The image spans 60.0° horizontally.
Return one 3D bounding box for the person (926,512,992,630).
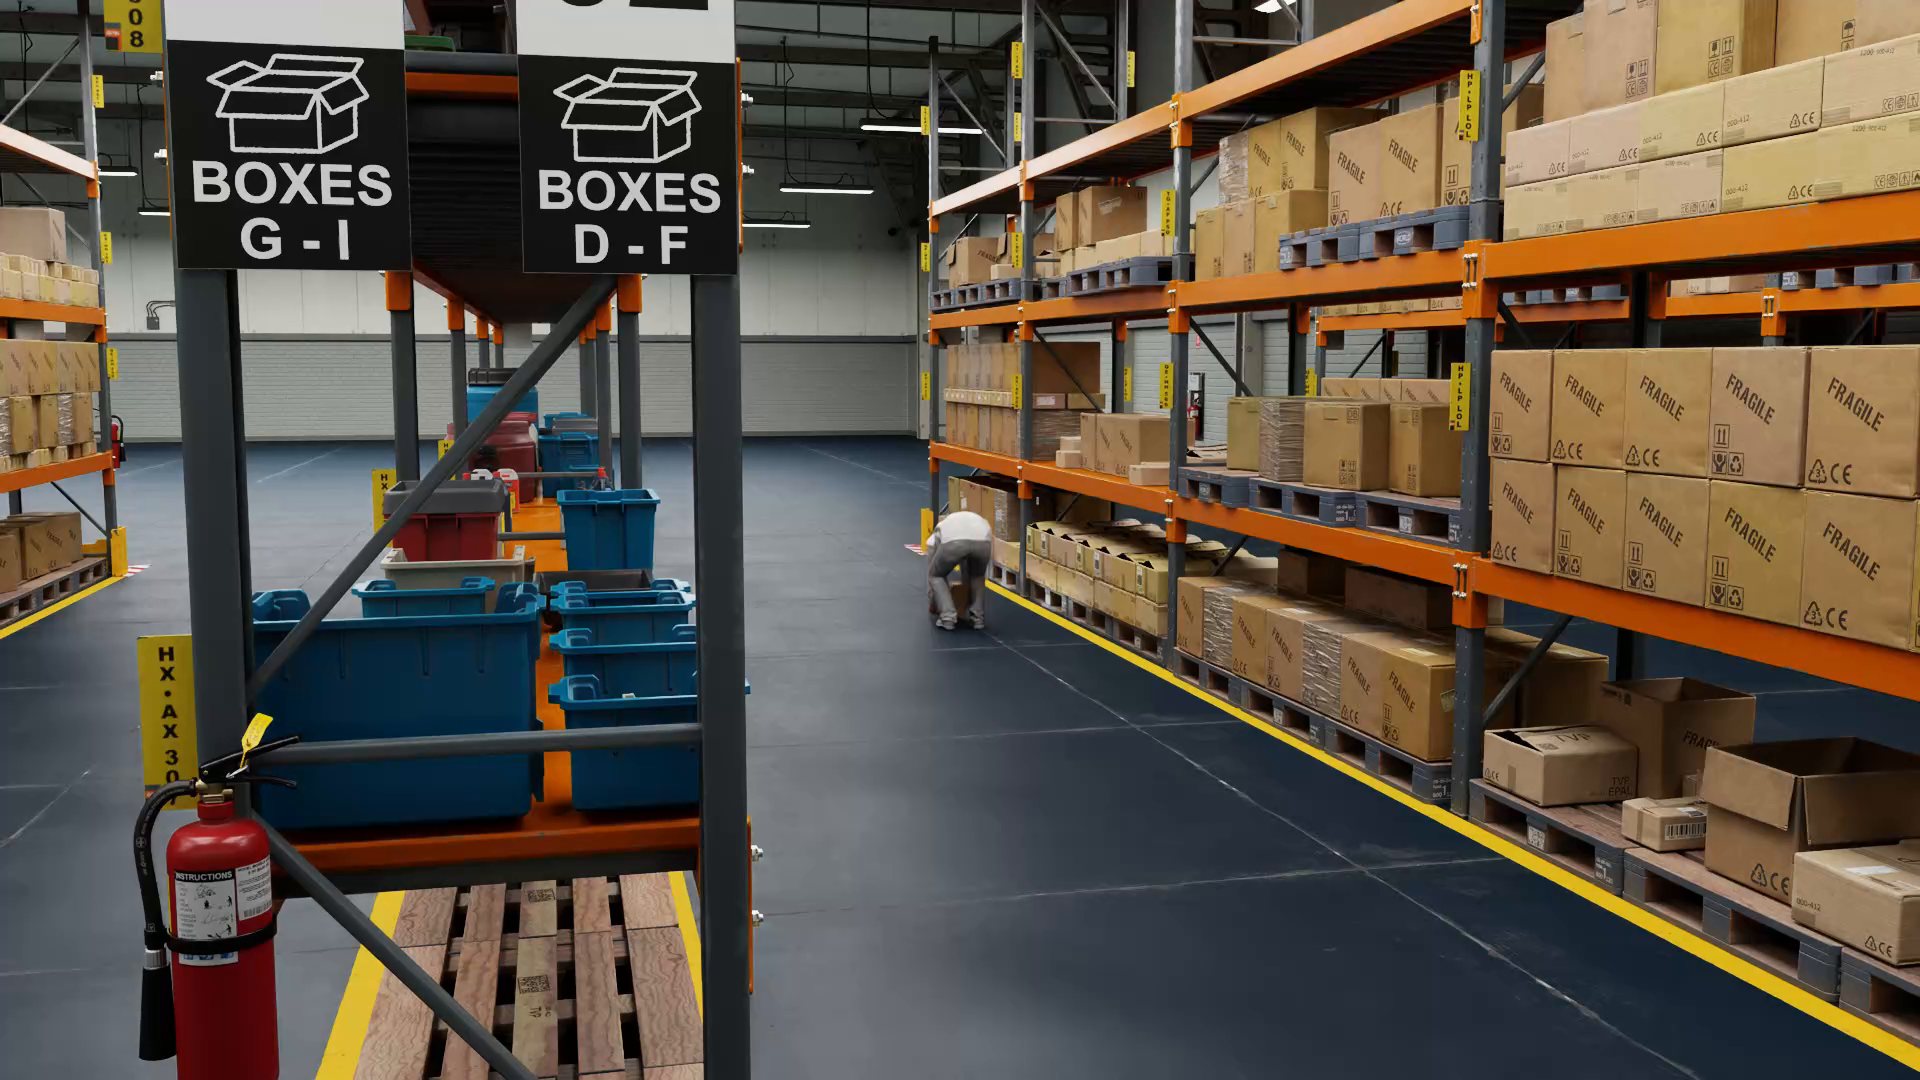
[{"bbox_3d":[-0.045,0.236,14.305,0.506,0.988,0.997,-2,6,-16],"label":"person"}]
